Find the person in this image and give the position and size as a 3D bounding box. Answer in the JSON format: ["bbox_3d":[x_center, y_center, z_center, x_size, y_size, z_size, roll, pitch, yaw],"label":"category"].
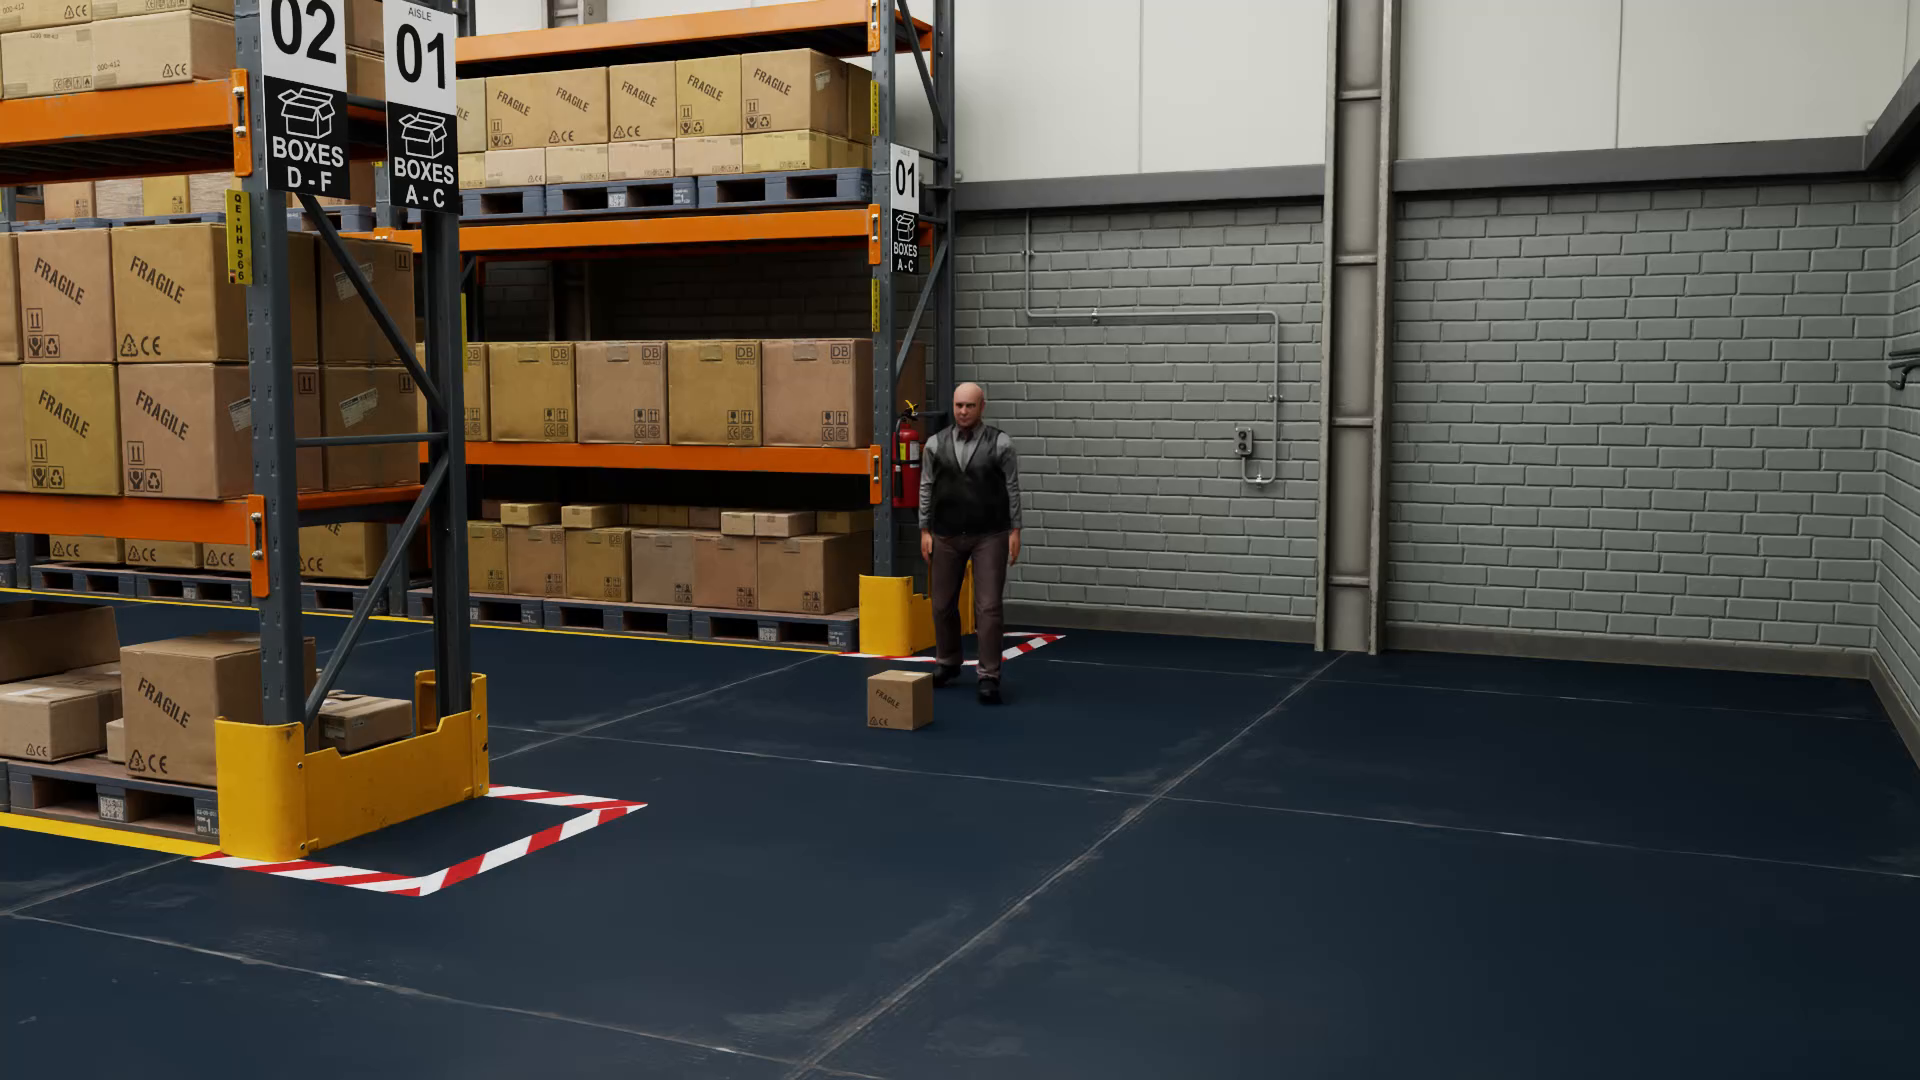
[{"bbox_3d":[0.040,0.052,9.153,0.593,1.612,0.644,1,6,11],"label":"person"}]
